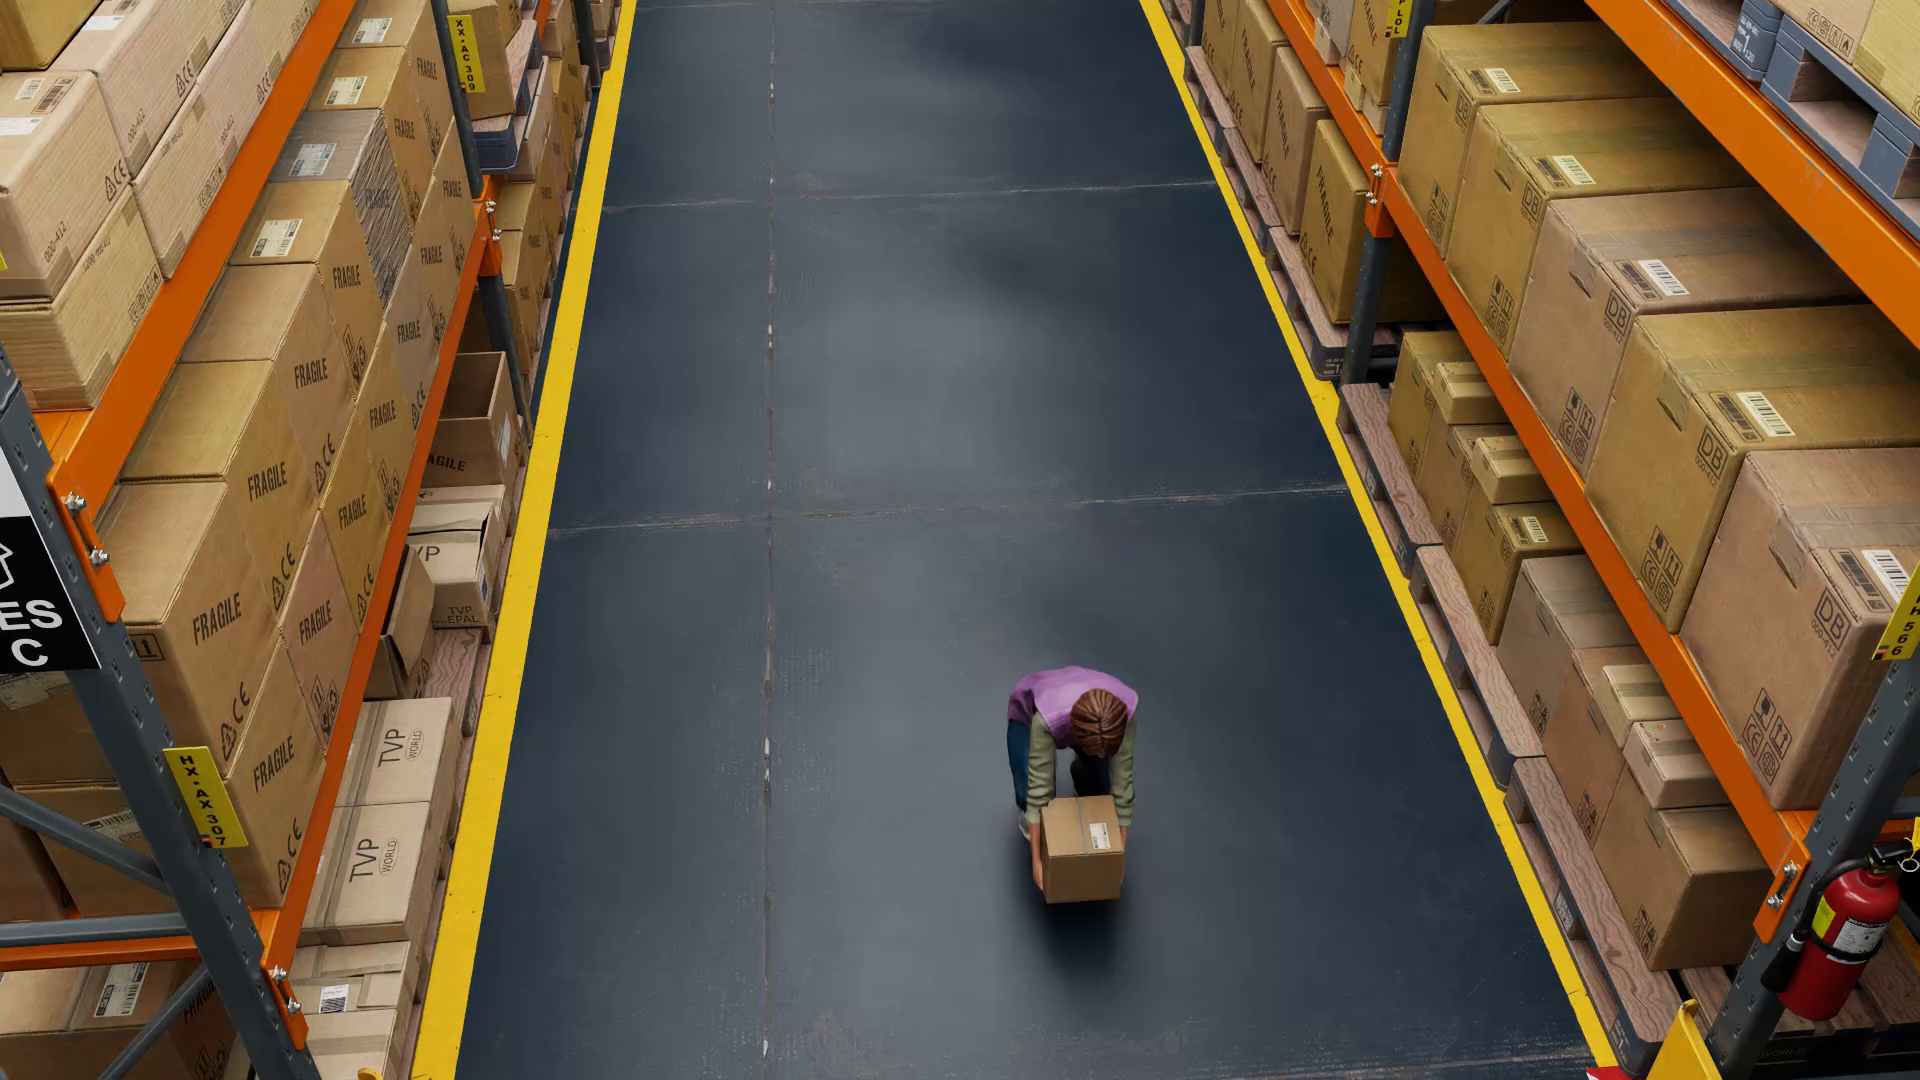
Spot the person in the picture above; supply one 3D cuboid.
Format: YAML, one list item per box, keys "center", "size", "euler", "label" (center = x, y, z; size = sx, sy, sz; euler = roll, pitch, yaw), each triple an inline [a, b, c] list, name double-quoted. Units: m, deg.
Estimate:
- center: [0.391, 0.748, 5.821]
  size: [0.427, 0.894, 0.820]
  euler: [-4, 40, -5]
  label: "person"
